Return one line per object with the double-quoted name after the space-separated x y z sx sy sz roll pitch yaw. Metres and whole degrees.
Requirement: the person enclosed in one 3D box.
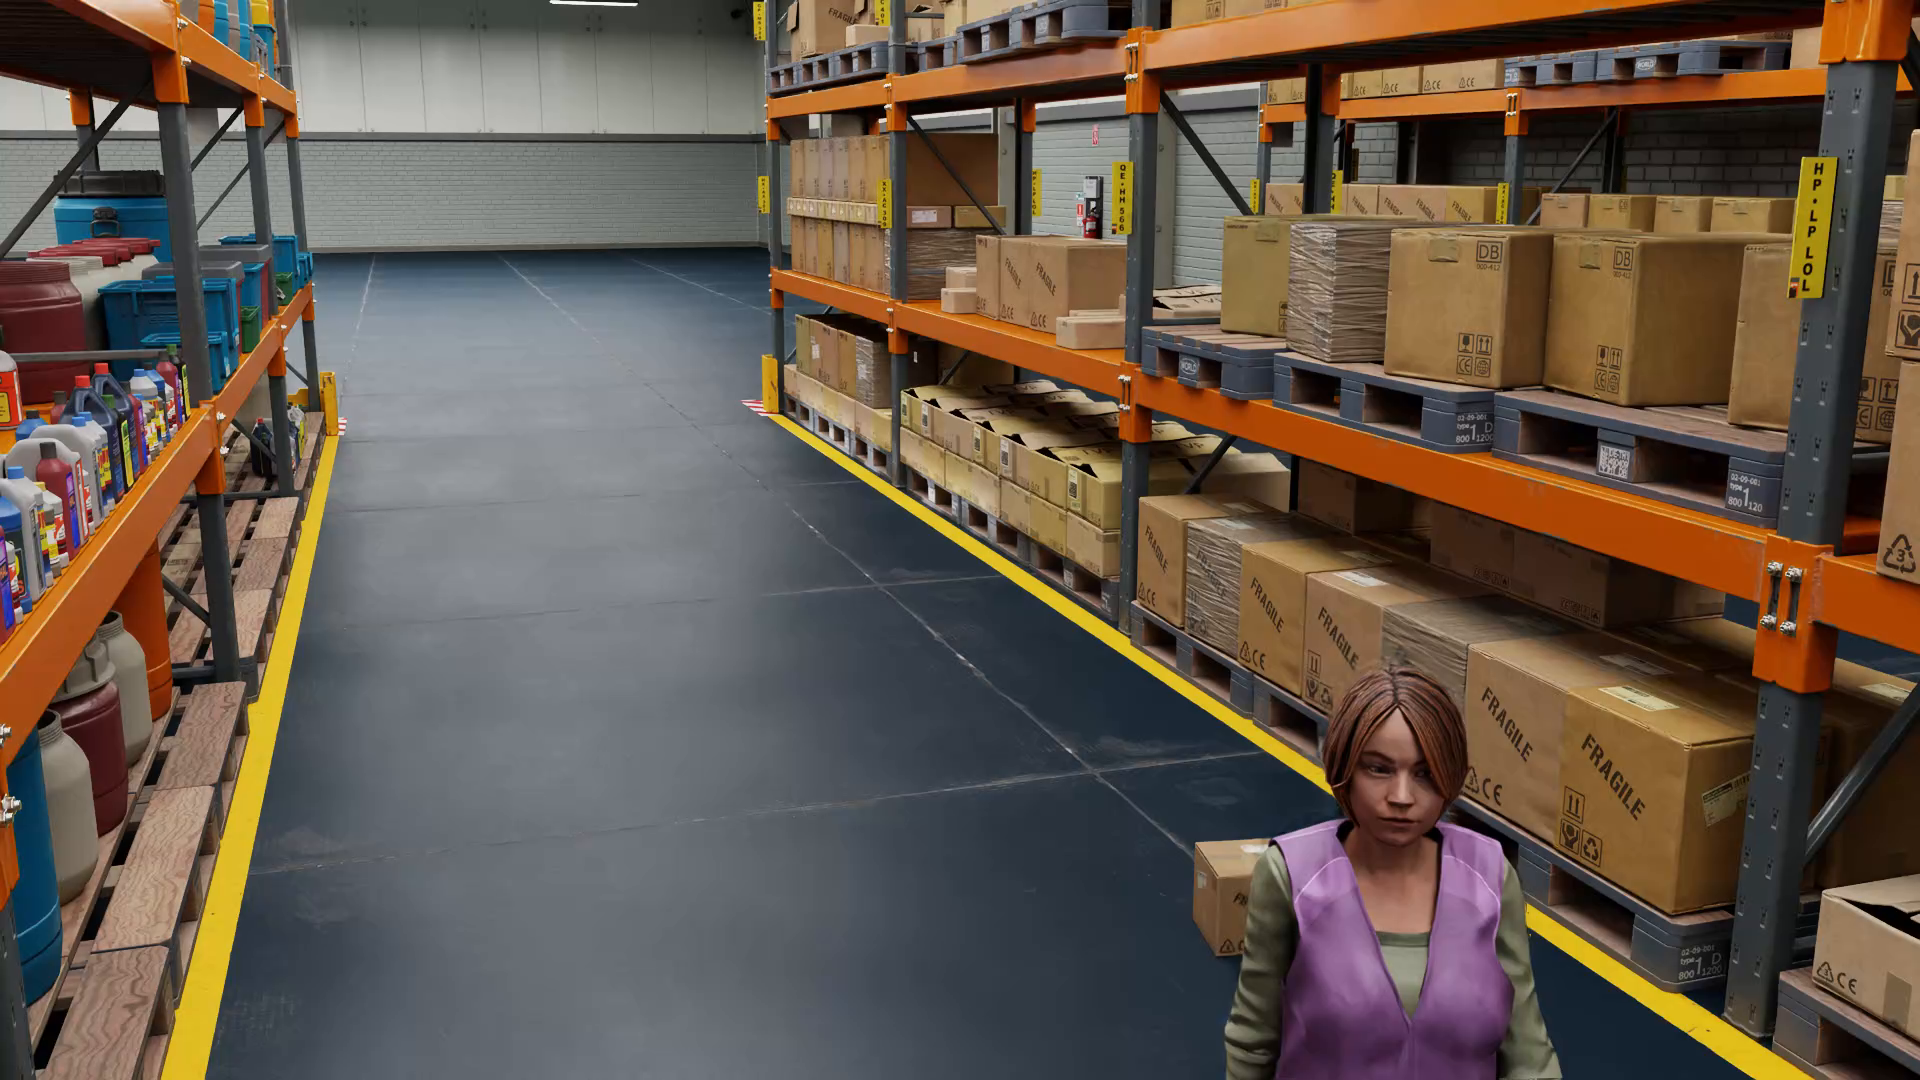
0.595 0.942 2.249 0.426 1.543 0.937 0 13 -2 "person"
